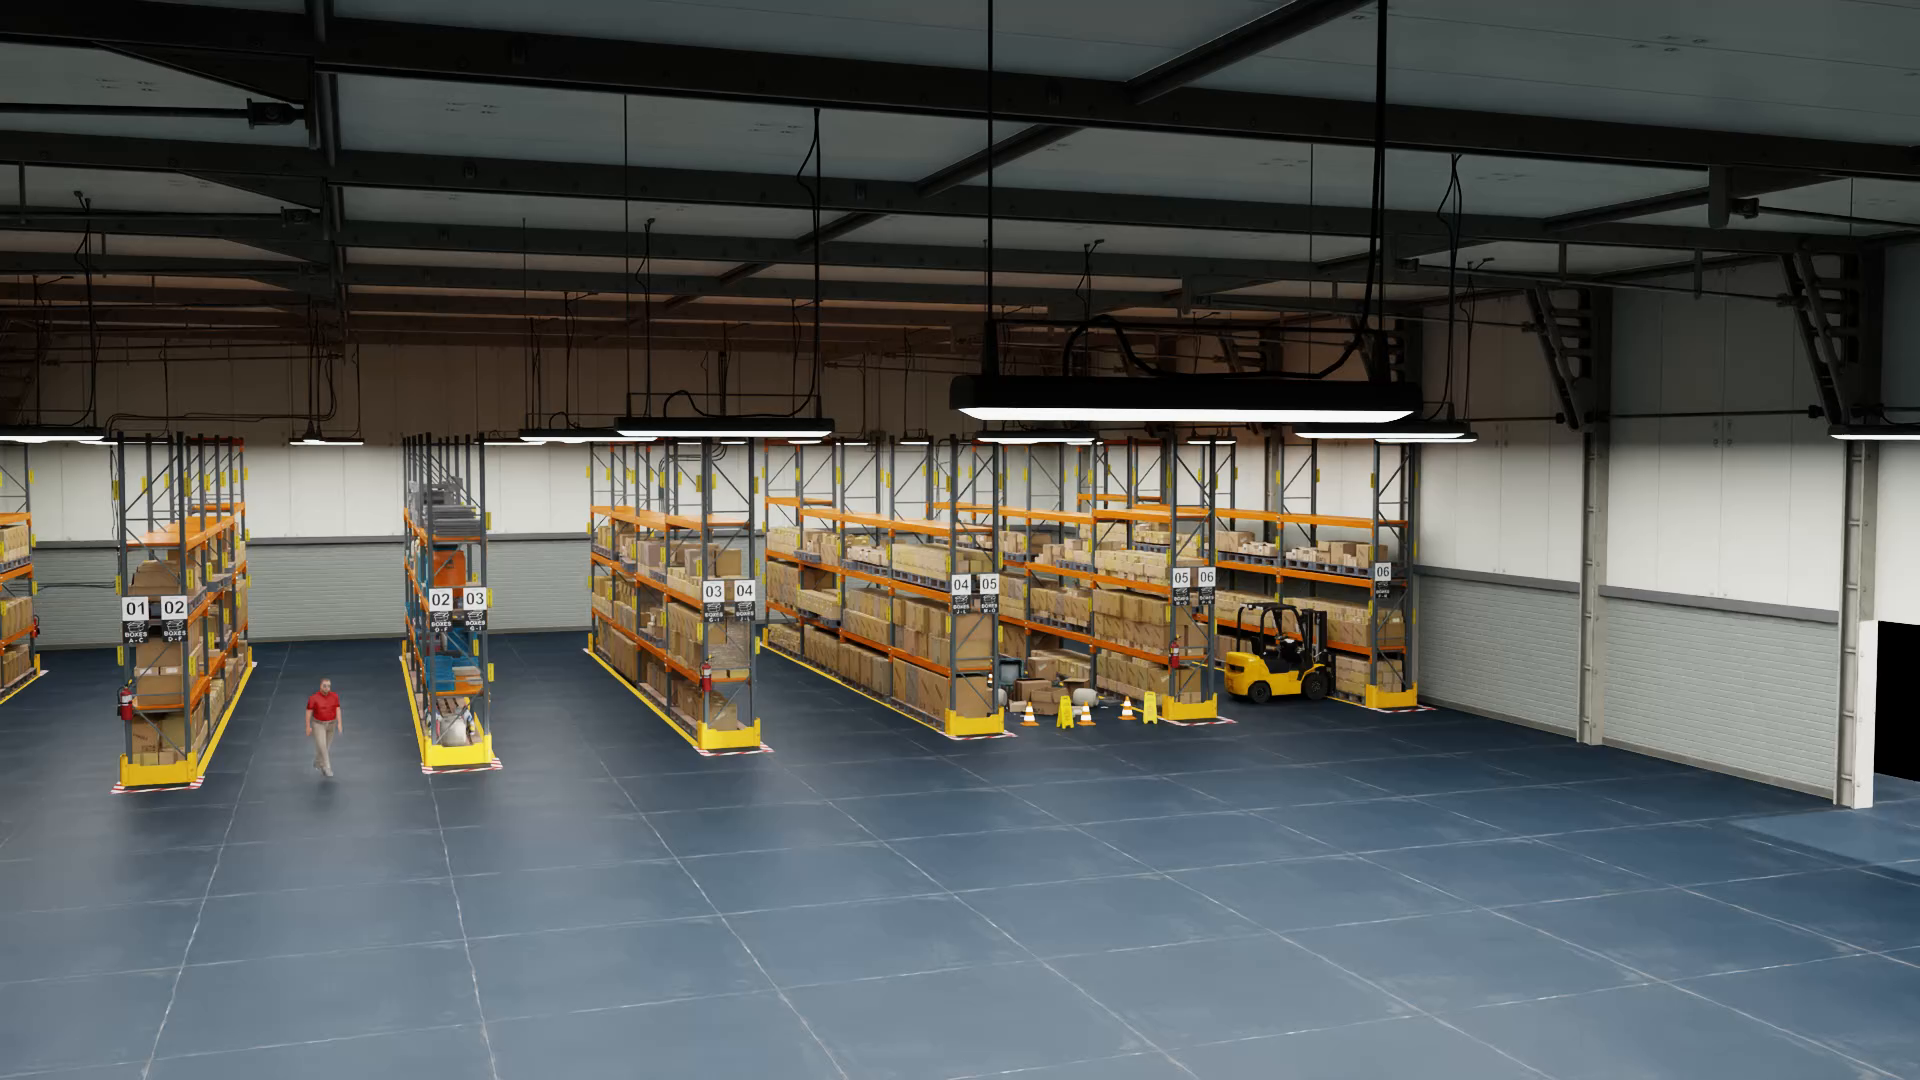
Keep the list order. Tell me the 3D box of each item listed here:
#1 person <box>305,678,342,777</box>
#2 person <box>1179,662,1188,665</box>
[{"bbox_3d":[-11.061,3.250,29.006,1.030,1.670,0.560,2,4,36],"label":"person"},{"bbox_3d":[5.208,2.796,39.399,0.525,1.497,0.755,-1,3,-16],"label":"person"}]
